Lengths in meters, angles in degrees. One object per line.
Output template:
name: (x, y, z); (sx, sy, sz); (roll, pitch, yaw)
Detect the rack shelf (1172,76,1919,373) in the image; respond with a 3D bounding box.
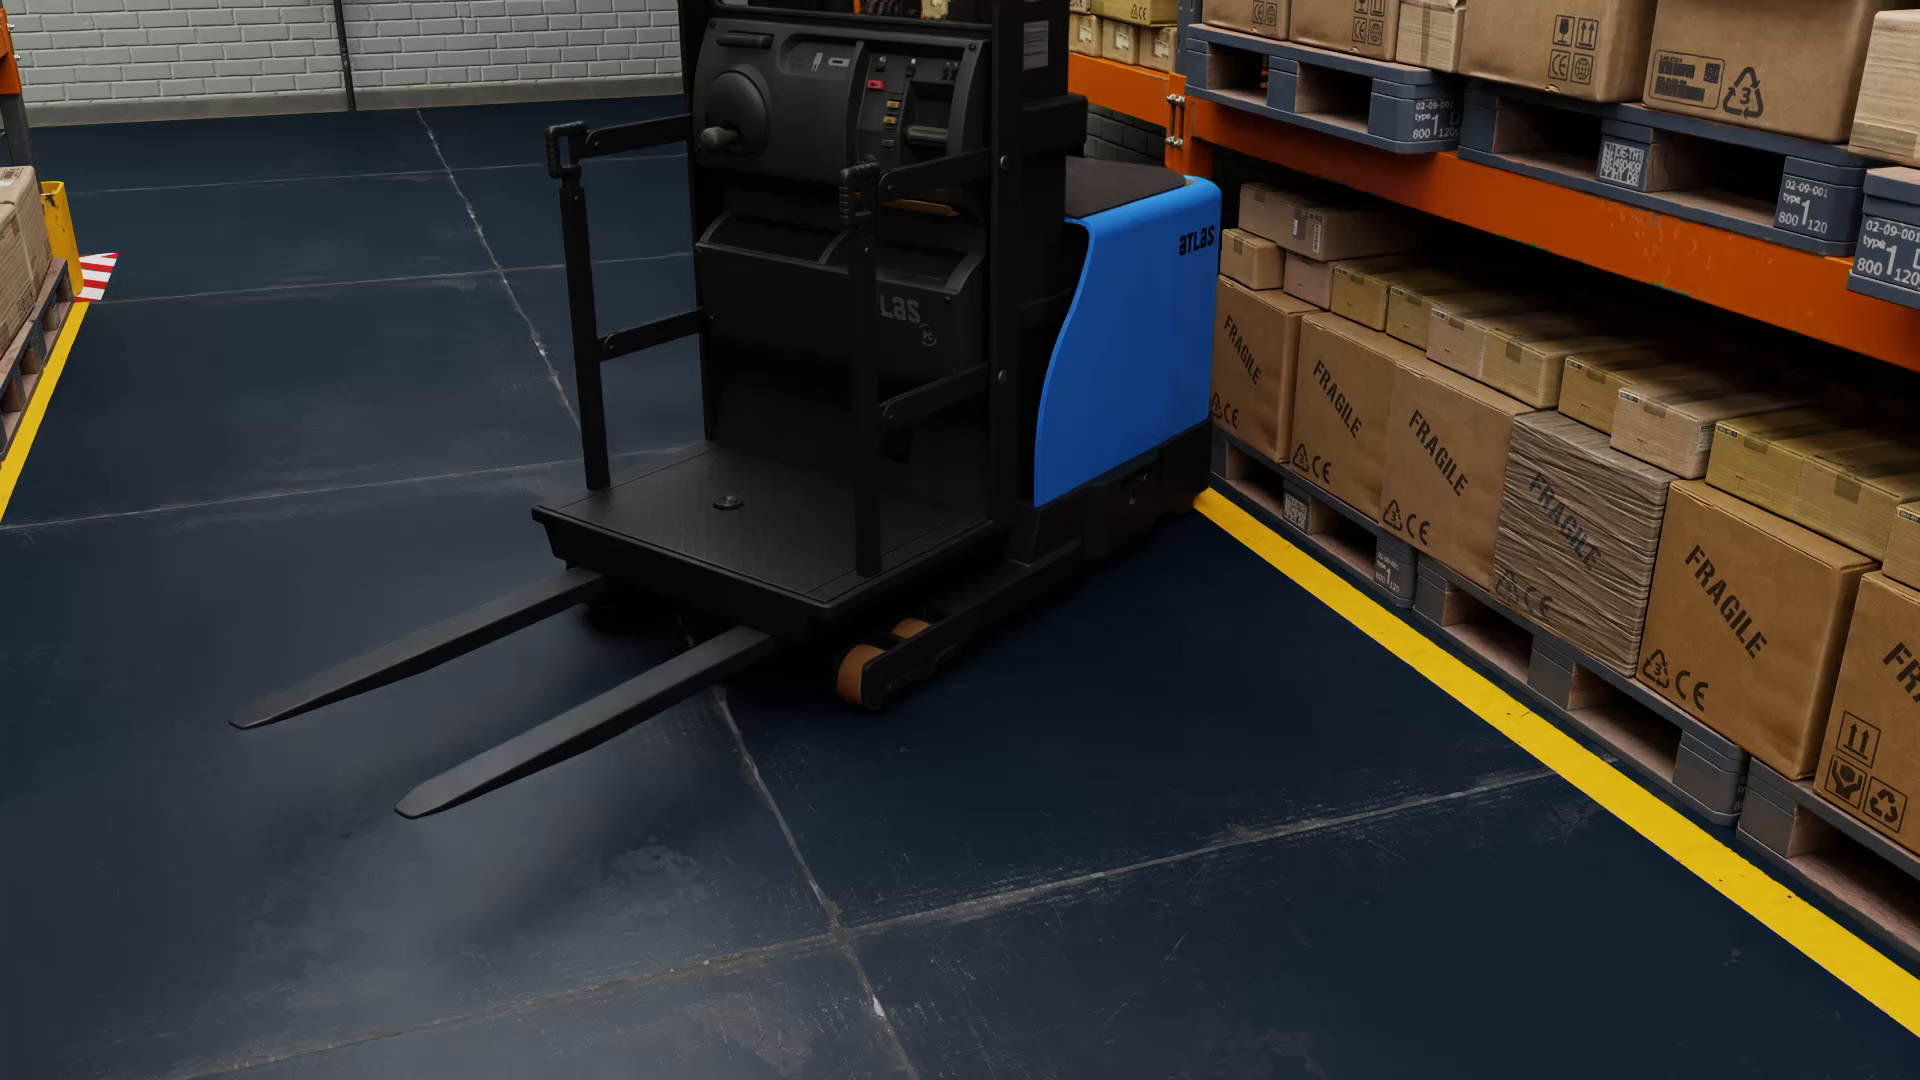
rack shelf: (1.906, -0.698, 3.970); (1.077, 0.370, 4.000); (-8, 24, -19)

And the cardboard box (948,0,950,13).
cardboard box: (0.167, -2.369, 7.332); (0.380, 0.149, 0.250); (-8, 24, -18)

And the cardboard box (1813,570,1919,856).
cardboard box: (2.095, 0.348, 3.239); (0.500, 0.500, 0.500); (-9, 24, -20)

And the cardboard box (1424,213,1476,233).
cardboard box: (1.600, -1.002, 5.609); (0.380, 0.149, 0.250); (-9, 25, -21)

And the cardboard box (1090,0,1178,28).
cardboard box: (0.792, -1.976, 5.885); (0.500, 0.250, 0.500); (-8, 24, -18)

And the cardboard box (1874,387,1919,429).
cardboard box: (2.342, -0.255, 3.835); (0.380, 0.149, 0.250); (-9, 24, -20)

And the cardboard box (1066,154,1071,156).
cardboard box: (0.273, -1.494, 7.610); (0.500, 0.500, 0.500); (-8, 24, -18)

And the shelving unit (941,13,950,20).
shelving unit: (-0.266, -1.213, 6.197); (0.755, 1.500, 0.431); (13, 26, 28)

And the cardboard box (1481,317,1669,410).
cardboard box: (1.598, -0.464, 4.331); (0.380, 0.149, 0.250); (-7, 24, -17)

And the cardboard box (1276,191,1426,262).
cardboard box: (1.214, -0.979, 5.170); (0.380, 0.149, 0.250); (-10, 25, -22)

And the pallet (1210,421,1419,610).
pallet: (1.522, -0.181, 5.407); (1.003, 0.211, 1.213); (-8, 24, -19)

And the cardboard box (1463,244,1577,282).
cardboard box: (1.791, -0.820, 5.177); (0.380, 0.149, 0.250); (-8, 24, -18)

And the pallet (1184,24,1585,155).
pallet: (1.380, -1.362, 4.867); (1.003, 0.211, 1.213); (-8, 24, -19)

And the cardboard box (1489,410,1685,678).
cardboard box: (1.707, -0.028, 4.131); (0.500, 0.500, 0.500); (-9, 25, -21)

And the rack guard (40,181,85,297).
rack guard: (-4.864, -1.384, 7.890); (1.175, 0.500, 0.348); (-8, 24, -19)

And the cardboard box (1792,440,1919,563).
cardboard box: (1.973, -0.087, 3.436); (0.380, 0.149, 0.250); (-8, 24, -17)

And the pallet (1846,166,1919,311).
pallet: (2.308, -0.451, 2.705); (1.213, 0.211, 1.003); (-8, 24, -19)

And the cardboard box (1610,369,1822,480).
cardboard box: (1.759, -0.274, 3.879); (0.380, 0.149, 0.250); (-10, 25, -22)

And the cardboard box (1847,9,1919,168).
cardboard box: (1.937, -0.766, 2.858); (0.500, 0.250, 0.500); (-10, 25, -21)

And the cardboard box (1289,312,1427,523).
cardboard box: (1.357, -0.399, 5.012); (0.500, 0.500, 0.500); (-9, 24, -20)

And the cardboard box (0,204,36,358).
cardboard box: (-4.198, -0.982, 6.477); (0.875, 0.438, 0.875); (-8, 24, -18)

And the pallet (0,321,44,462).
pallet: (-4.073, -0.520, 6.211); (1.003, 0.211, 1.213); (-8, 24, -19)

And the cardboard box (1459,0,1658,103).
cardboard box: (1.622, -1.316, 3.840); (0.700, 0.500, 0.500); (-8, 24, -19)

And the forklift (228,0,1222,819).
forklift: (-0.462, -1.133, 4.165); (1.130, 2.935, 3.031); (16, 28, 34)

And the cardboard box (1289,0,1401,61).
cardboard box: (1.344, -1.601, 4.517); (0.700, 0.500, 0.500); (-8, 24, -18)

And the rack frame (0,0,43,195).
rack frame: (-4.856, -2.527, 7.384); (1.000, 3.000, 0.127); (-8, 24, -19)

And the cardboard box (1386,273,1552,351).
cardboard box: (1.459, -0.650, 4.773); (0.380, 0.149, 0.250); (-9, 24, -20)

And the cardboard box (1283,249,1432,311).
cardboard box: (1.248, -0.840, 5.223); (0.380, 0.149, 0.250); (-9, 24, -20)

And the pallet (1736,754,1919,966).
pallet: (2.384, 0.706, 3.304); (1.003, 0.211, 1.213); (-8, 24, -19)

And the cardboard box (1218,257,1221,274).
cardboard box: (1.187, -0.983, 6.641); (0.500, 0.311, 0.500); (-7, 24, -17)

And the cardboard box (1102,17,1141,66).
cardboard box: (0.739, -1.813, 6.013); (0.380, 0.149, 0.250); (-8, 24, -18)

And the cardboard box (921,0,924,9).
cardboard box: (0.036, -2.564, 7.794); (0.380, 0.149, 0.250); (-8, 24, -18)

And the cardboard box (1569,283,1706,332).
cardboard box: (1.953, -0.624, 4.710); (0.380, 0.149, 0.250); (-8, 24, -18)

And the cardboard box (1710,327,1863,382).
cardboard box: (2.158, -0.442, 4.279); (0.380, 0.149, 0.250); (-9, 25, -21)
